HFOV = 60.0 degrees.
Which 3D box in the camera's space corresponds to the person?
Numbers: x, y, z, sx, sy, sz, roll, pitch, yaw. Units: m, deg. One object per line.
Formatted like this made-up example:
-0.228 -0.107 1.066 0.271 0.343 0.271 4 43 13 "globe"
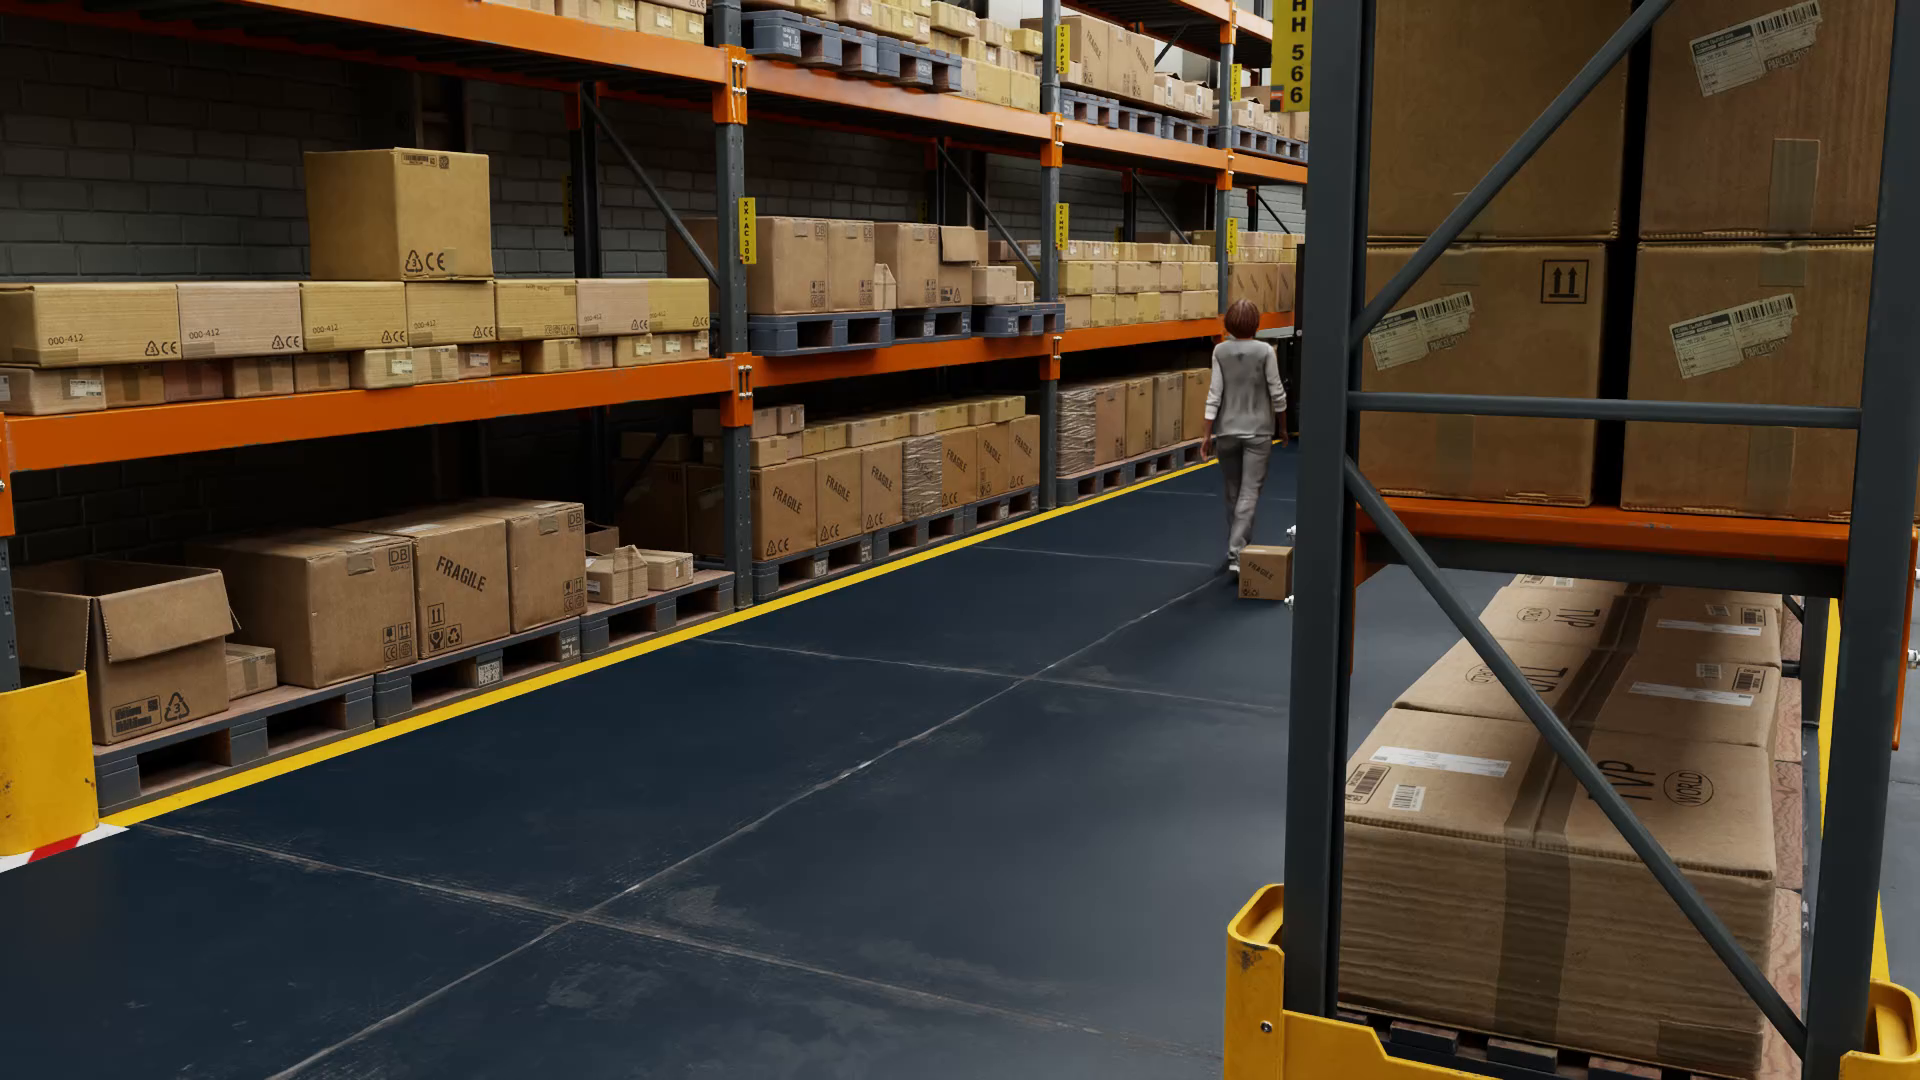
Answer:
1.670 -0.621 9.633 0.444 1.545 0.900 4 10 24 "person"
